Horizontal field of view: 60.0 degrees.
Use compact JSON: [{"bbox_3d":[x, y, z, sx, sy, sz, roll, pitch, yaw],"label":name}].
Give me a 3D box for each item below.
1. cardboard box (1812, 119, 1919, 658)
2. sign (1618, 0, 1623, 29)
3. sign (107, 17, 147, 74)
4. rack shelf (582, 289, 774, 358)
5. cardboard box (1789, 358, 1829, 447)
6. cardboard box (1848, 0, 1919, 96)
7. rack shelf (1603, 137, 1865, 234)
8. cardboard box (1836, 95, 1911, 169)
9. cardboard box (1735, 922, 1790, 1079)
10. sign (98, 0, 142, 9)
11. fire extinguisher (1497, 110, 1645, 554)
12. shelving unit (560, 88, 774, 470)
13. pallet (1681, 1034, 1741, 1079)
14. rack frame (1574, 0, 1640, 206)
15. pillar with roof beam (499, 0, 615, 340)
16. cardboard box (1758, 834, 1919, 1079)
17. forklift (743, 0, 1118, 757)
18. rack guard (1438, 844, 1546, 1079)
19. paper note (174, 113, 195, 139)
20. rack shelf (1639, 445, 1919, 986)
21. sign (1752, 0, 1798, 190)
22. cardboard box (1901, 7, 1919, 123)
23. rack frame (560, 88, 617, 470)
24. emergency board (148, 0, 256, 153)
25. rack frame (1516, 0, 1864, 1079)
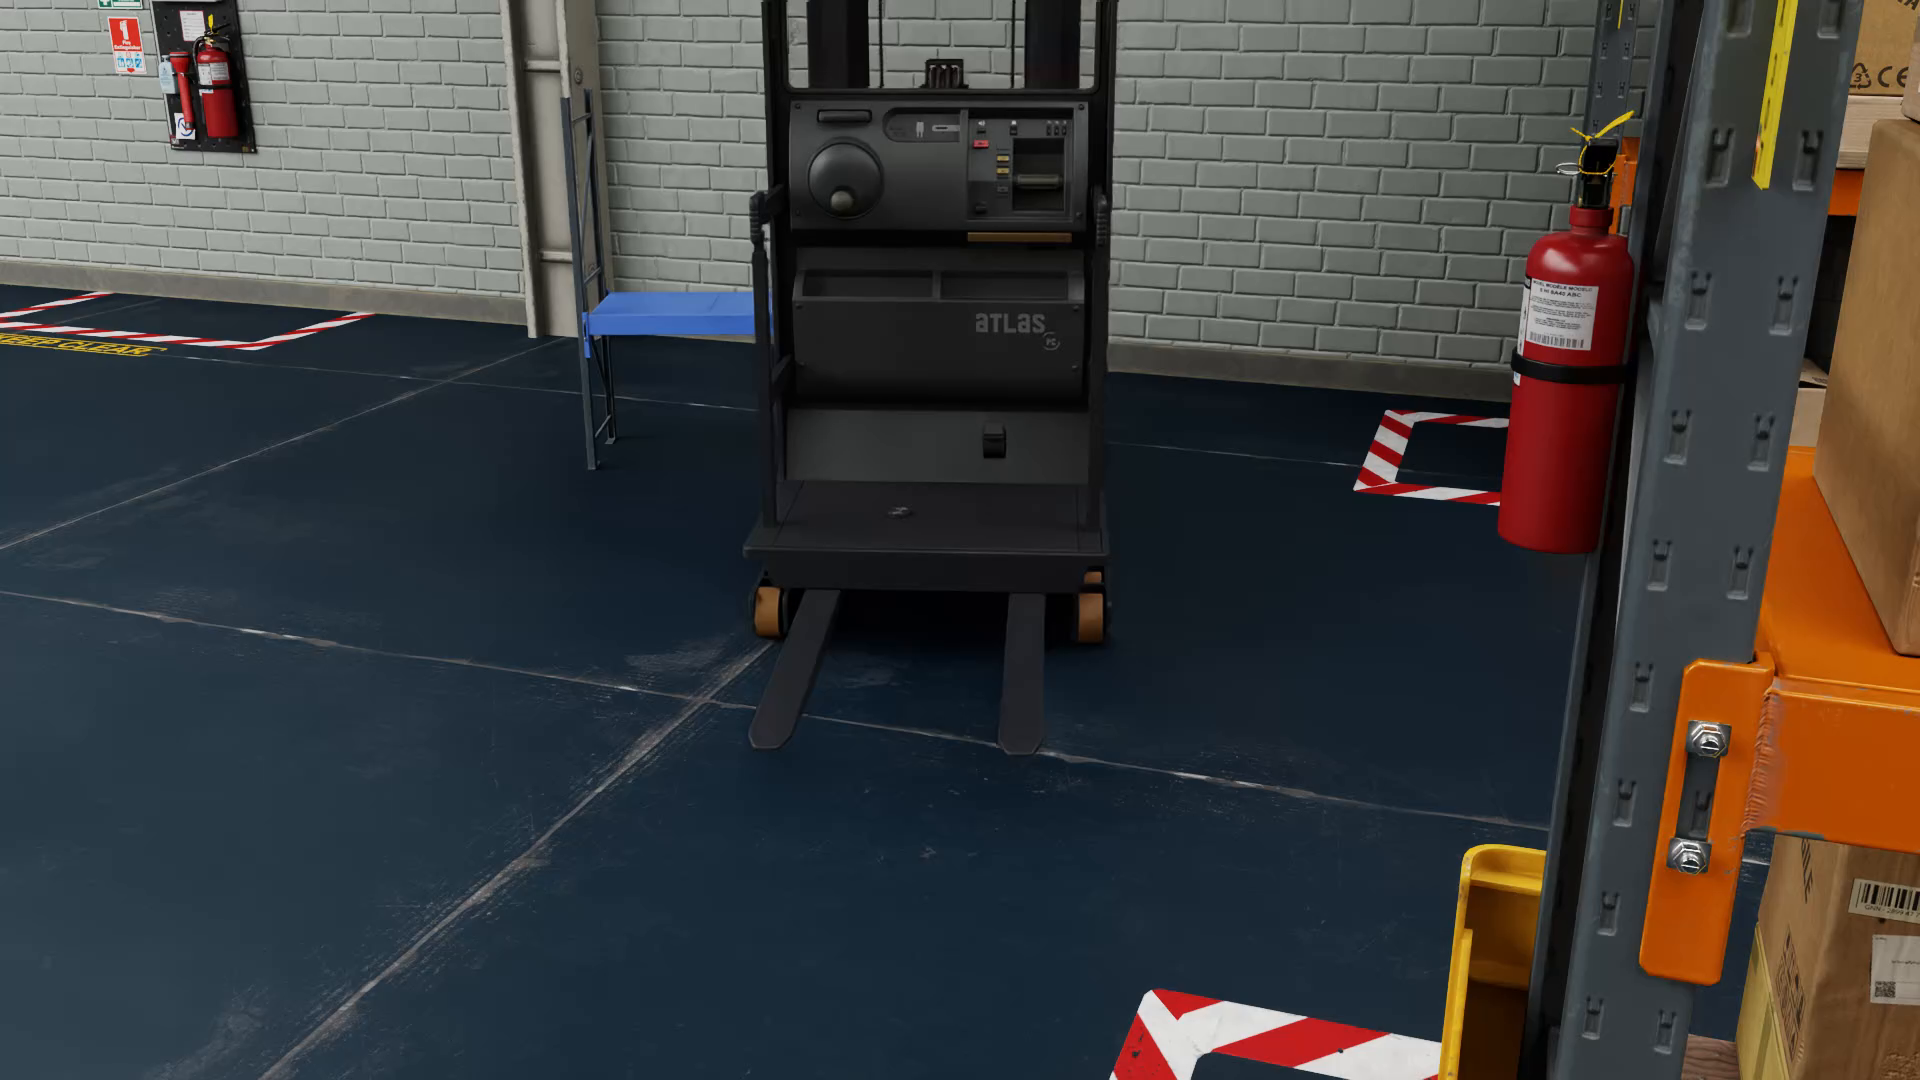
[{"bbox_3d":[1.345,-0.193,1.922,0.500,0.500,0.700,7,20,18],"label":"cardboard box"},{"bbox_3d":[2.353,-1.981,5.888,0.005,0.325,0.100,7,20,18],"label":"sign"},{"bbox_3d":[-5.002,-2.970,9.985,0.234,0.329,0.001,7,20,18],"label":"sign"},{"bbox_3d":[-1.024,-0.913,6.962,1.000,0.185,0.538,0,19,-1],"label":"rack shelf"},{"bbox_3d":[3.155,-0.577,6.590,0.500,0.311,0.500,4,20,12],"label":"cardboard box"},{"bbox_3d":[3.347,-1.832,5.834,0.500,0.500,0.500,7,20,18],"label":"cardboard box"},{"bbox_3d":[4.420,-1.185,6.013,4.000,0.370,1.077,7,20,18],"label":"rack shelf"},{"bbox_3d":[3.383,-1.477,5.953,0.500,0.250,0.500,6,20,16],"label":"cardboard box"},{"bbox_3d":[1.512,0.866,2.575,0.500,0.250,0.500,7,20,18],"label":"cardboard box"},{"bbox_3d":[-5.001,-3.217,9.889,0.331,0.109,0.001,7,20,18],"label":"sign"},{"bbox_3d":[0.949,-0.321,2.558,0.183,0.674,0.296,7,20,18],"label":"fire extinguisher"},{"bbox_3d":[-1.024,-1.083,6.903,1.048,1.500,0.538,0,19,-1],"label":"shelving unit"},{"bbox_3d":[1.645,1.186,2.354,1.213,0.211,1.003,7,20,18],"label":"pallet"},{"bbox_3d":[2.531,-1.741,6.514,0.127,3.000,1.000,7,20,18],"label":"rack frame"},{"bbox_3d":[-3.605,-4.077,4.101,0.400,9.000,9.100,7,20,18],"label":"pillar with roof beam"},{"bbox_3d":[1.513,0.511,2.454,0.500,0.500,0.500,7,20,18],"label":"cardboard box"},{"bbox_3d":[-0.077,-1.168,4.975,1.130,2.935,3.031,1,19,3],"label":"forklift"},{"bbox_3d":[0.886,0.977,2.513,0.348,0.500,1.175,7,20,18],"label":"rack guard"},{"bbox_3d":[-4.658,-2.486,9.989,0.142,0.148,0.016,7,20,18],"label":"paper note"},{"bbox_3d":[2.798,0.355,1.593,4.000,0.370,1.077,7,20,18],"label":"rack shelf"},{"bbox_3d":[0.721,-0.475,1.446,0.005,0.325,0.100,7,20,18],"label":"sign"},{"bbox_3d":[1.332,-0.572,2.023,0.250,0.149,0.380,6,20,17],"label":"cardboard box"},{"bbox_3d":[-1.533,-1.079,6.894,0.032,1.500,0.500,0,19,-1],"label":"rack frame"},{"bbox_3d":[-4.514,-2.861,9.728,0.643,1.169,0.194,7,20,18],"label":"emergency board"},{"bbox_3d":[0.910,-0.202,2.097,0.053,2.616,0.949,7,20,18],"label":"rack frame"}]
